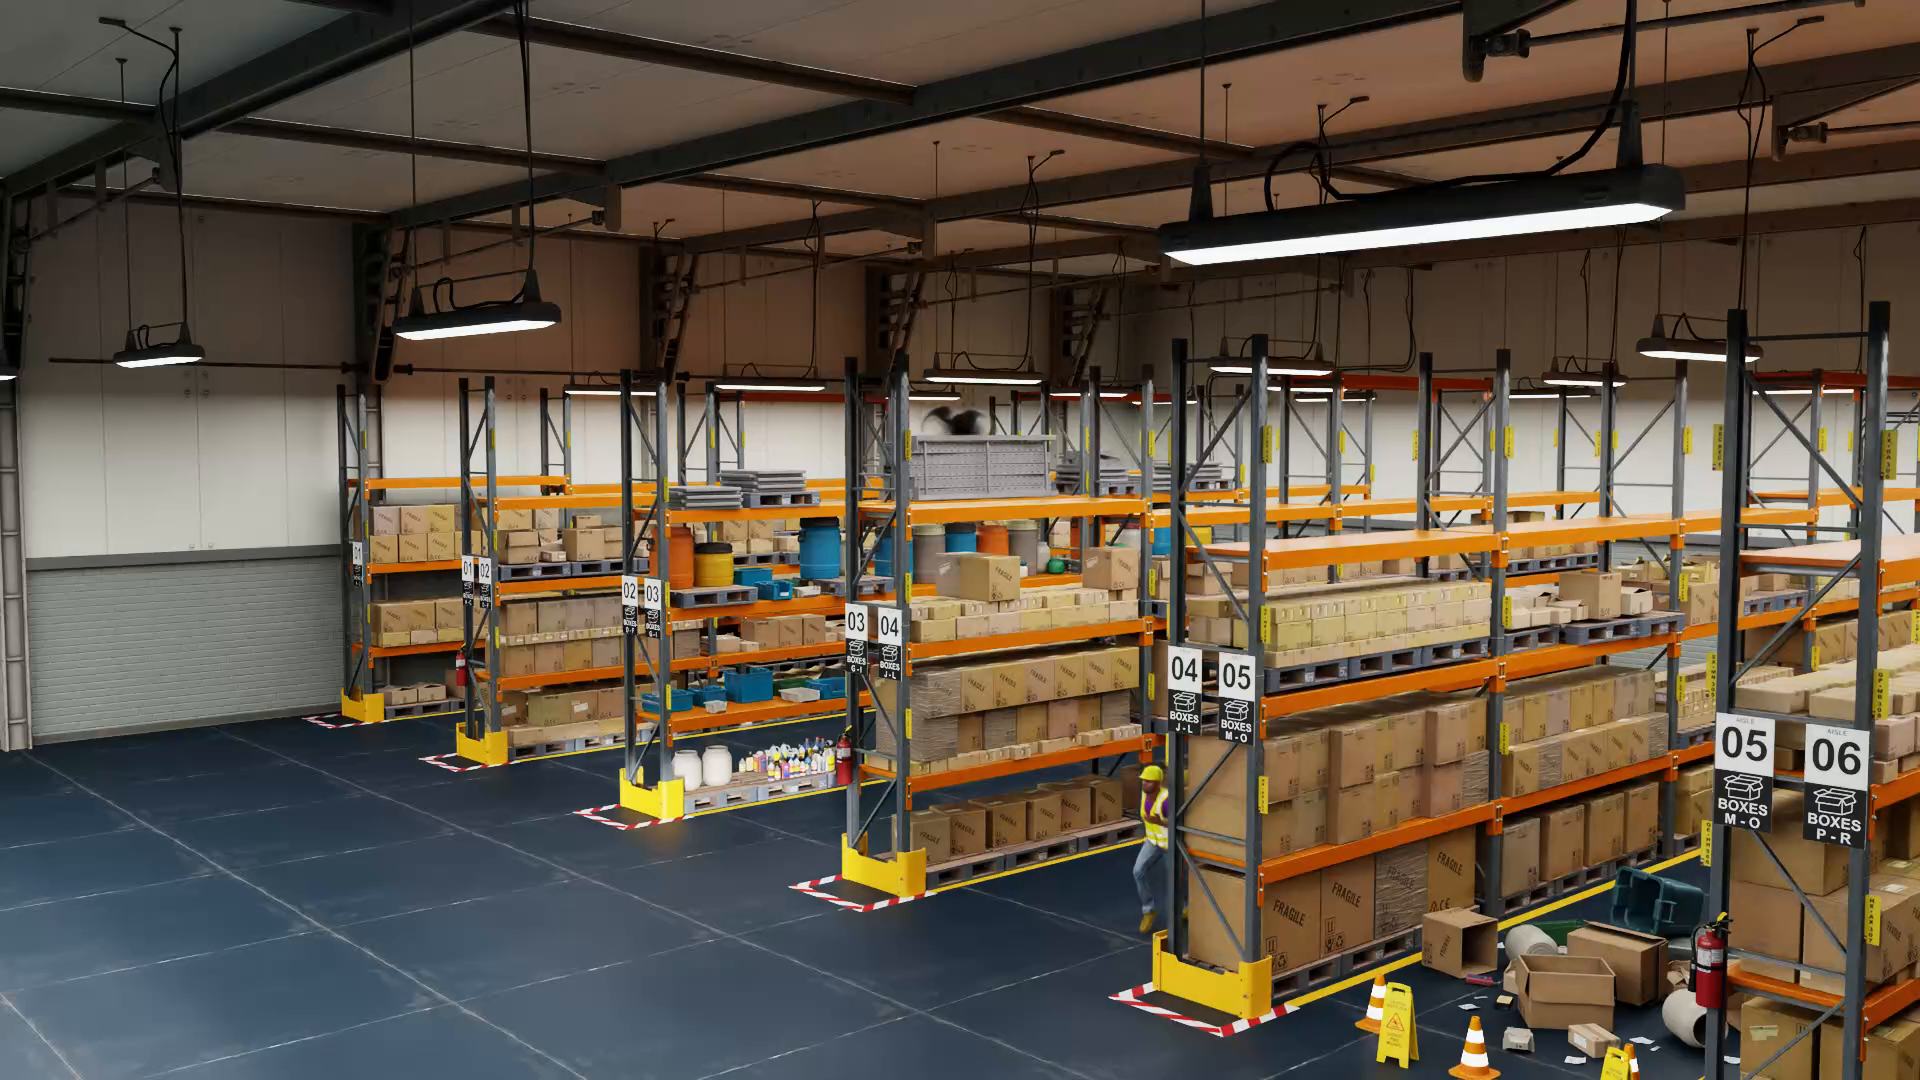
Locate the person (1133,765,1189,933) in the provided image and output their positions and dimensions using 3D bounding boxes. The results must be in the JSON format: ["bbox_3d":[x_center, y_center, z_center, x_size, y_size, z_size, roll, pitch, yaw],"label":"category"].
[{"bbox_3d":[2.134,3.175,17.222,0.941,1.751,0.686,-4,5,-45],"label":"person"}]
